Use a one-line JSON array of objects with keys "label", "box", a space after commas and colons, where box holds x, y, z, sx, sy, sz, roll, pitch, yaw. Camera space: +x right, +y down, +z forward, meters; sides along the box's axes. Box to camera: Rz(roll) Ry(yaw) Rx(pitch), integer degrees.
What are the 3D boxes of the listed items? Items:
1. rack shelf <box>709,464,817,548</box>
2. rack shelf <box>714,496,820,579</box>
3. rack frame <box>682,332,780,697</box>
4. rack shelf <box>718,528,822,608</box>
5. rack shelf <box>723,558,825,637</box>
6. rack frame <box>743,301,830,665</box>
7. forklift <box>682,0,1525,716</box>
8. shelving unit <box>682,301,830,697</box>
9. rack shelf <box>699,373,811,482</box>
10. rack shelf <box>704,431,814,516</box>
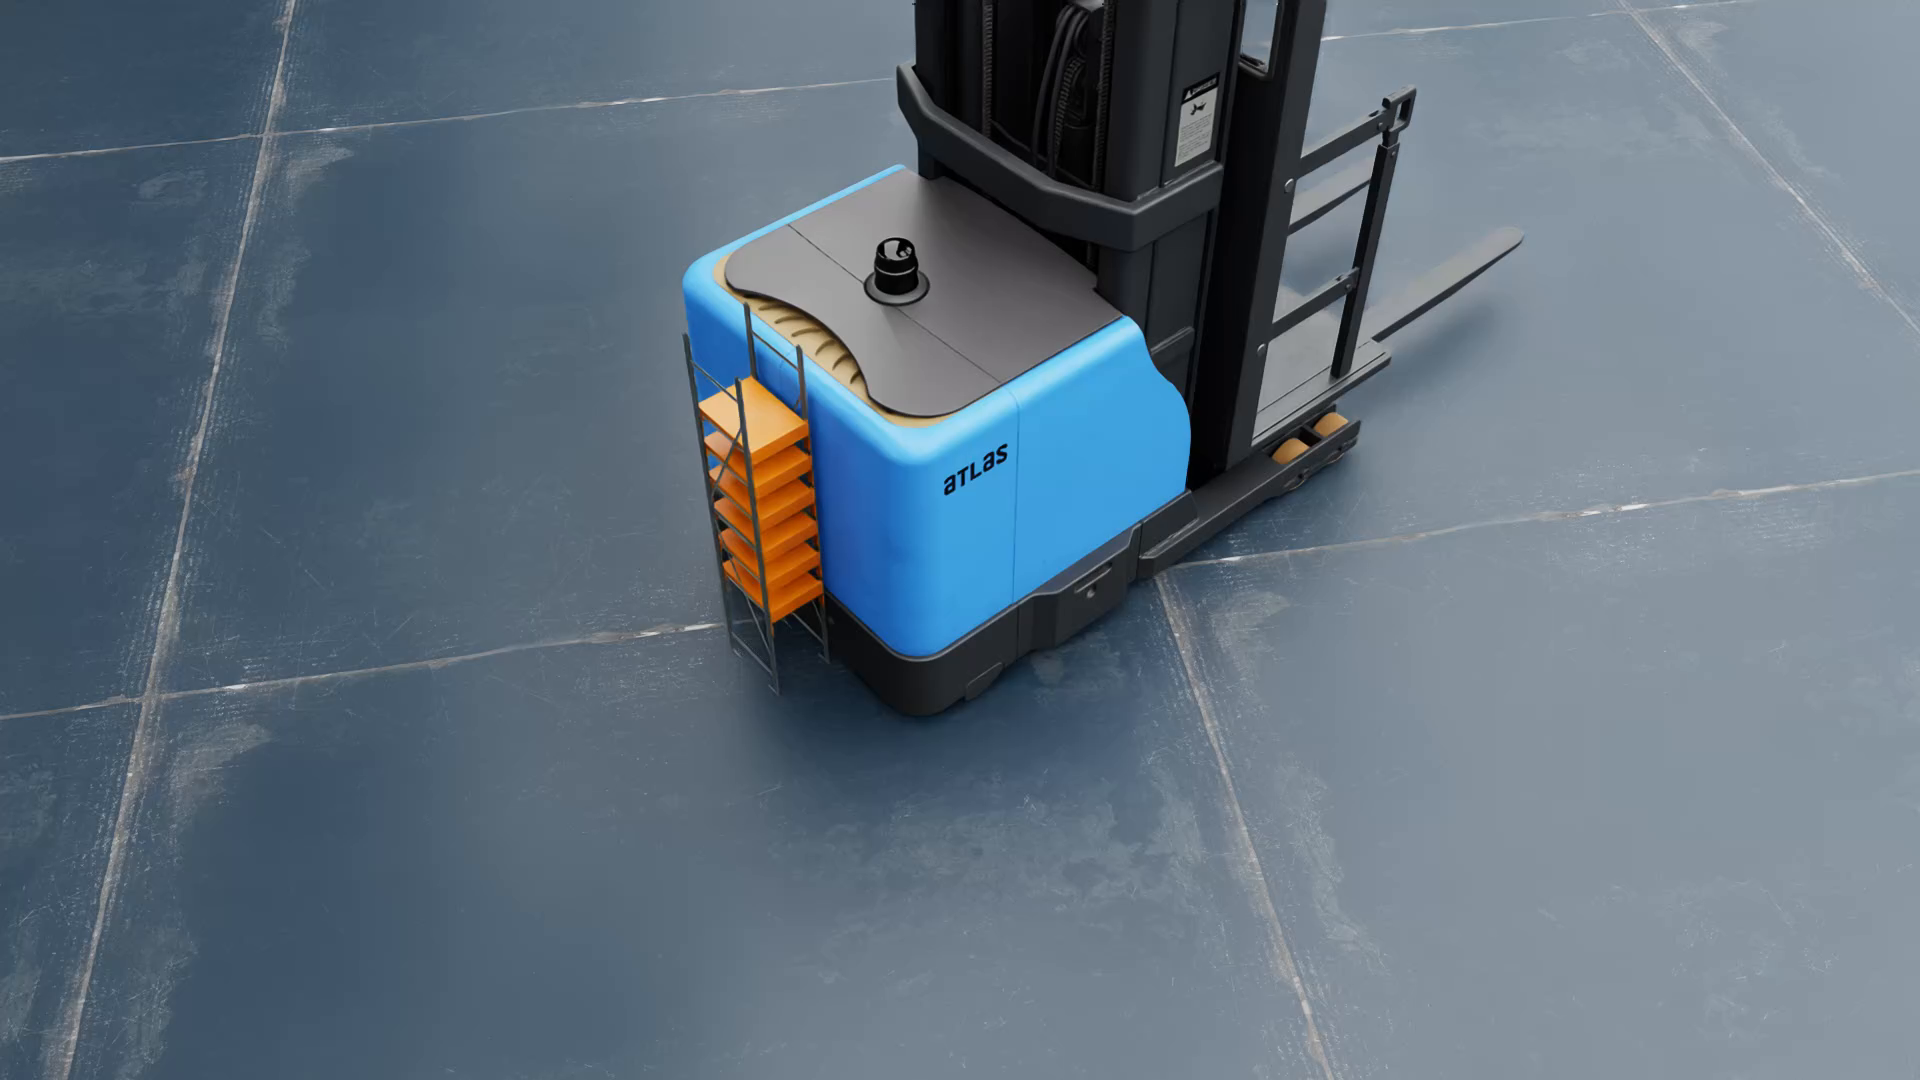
[{"label": "rack shelf", "box": [-0.532, -0.124, 4.431, 0.180, 0.103, 0.258, -32, 54, -27]}, {"label": "rack shelf", "box": [-0.532, -0.041, 4.518, 0.180, 0.103, 0.258, -32, 54, -27]}, {"label": "rack frame", "box": [-0.601, -0.028, 4.444, 0.006, 1.200, 0.240, -32, 54, -27]}, {"label": "rack shelf", "box": [-0.532, 0.043, 4.604, 0.180, 0.103, 0.258, -32, 54, -27]}, {"label": "rack shelf", "box": [-0.532, 0.126, 4.690, 0.180, 0.103, 0.258, -32, 54, -27]}, {"label": "rack frame", "box": [-0.462, -0.114, 4.527, 0.006, 1.200, 0.240, -32, 54, -27]}, {"label": "forklift", "box": [0.679, -1.439, 4.601, 3.031, 2.935, 1.130, -32, 54, -27]}, {"label": "shelving unit", "box": [-0.532, -0.071, 4.486, 0.189, 1.200, 0.258, -32, 54, -27]}, {"label": "rack shelf", "box": [-0.532, -0.290, 4.258, 0.180, 0.103, 0.258, -32, 54, -27]}, {"label": "rack shelf", "box": [-0.532, -0.207, 4.345, 0.180, 0.103, 0.258, -32, 54, -27]}]
